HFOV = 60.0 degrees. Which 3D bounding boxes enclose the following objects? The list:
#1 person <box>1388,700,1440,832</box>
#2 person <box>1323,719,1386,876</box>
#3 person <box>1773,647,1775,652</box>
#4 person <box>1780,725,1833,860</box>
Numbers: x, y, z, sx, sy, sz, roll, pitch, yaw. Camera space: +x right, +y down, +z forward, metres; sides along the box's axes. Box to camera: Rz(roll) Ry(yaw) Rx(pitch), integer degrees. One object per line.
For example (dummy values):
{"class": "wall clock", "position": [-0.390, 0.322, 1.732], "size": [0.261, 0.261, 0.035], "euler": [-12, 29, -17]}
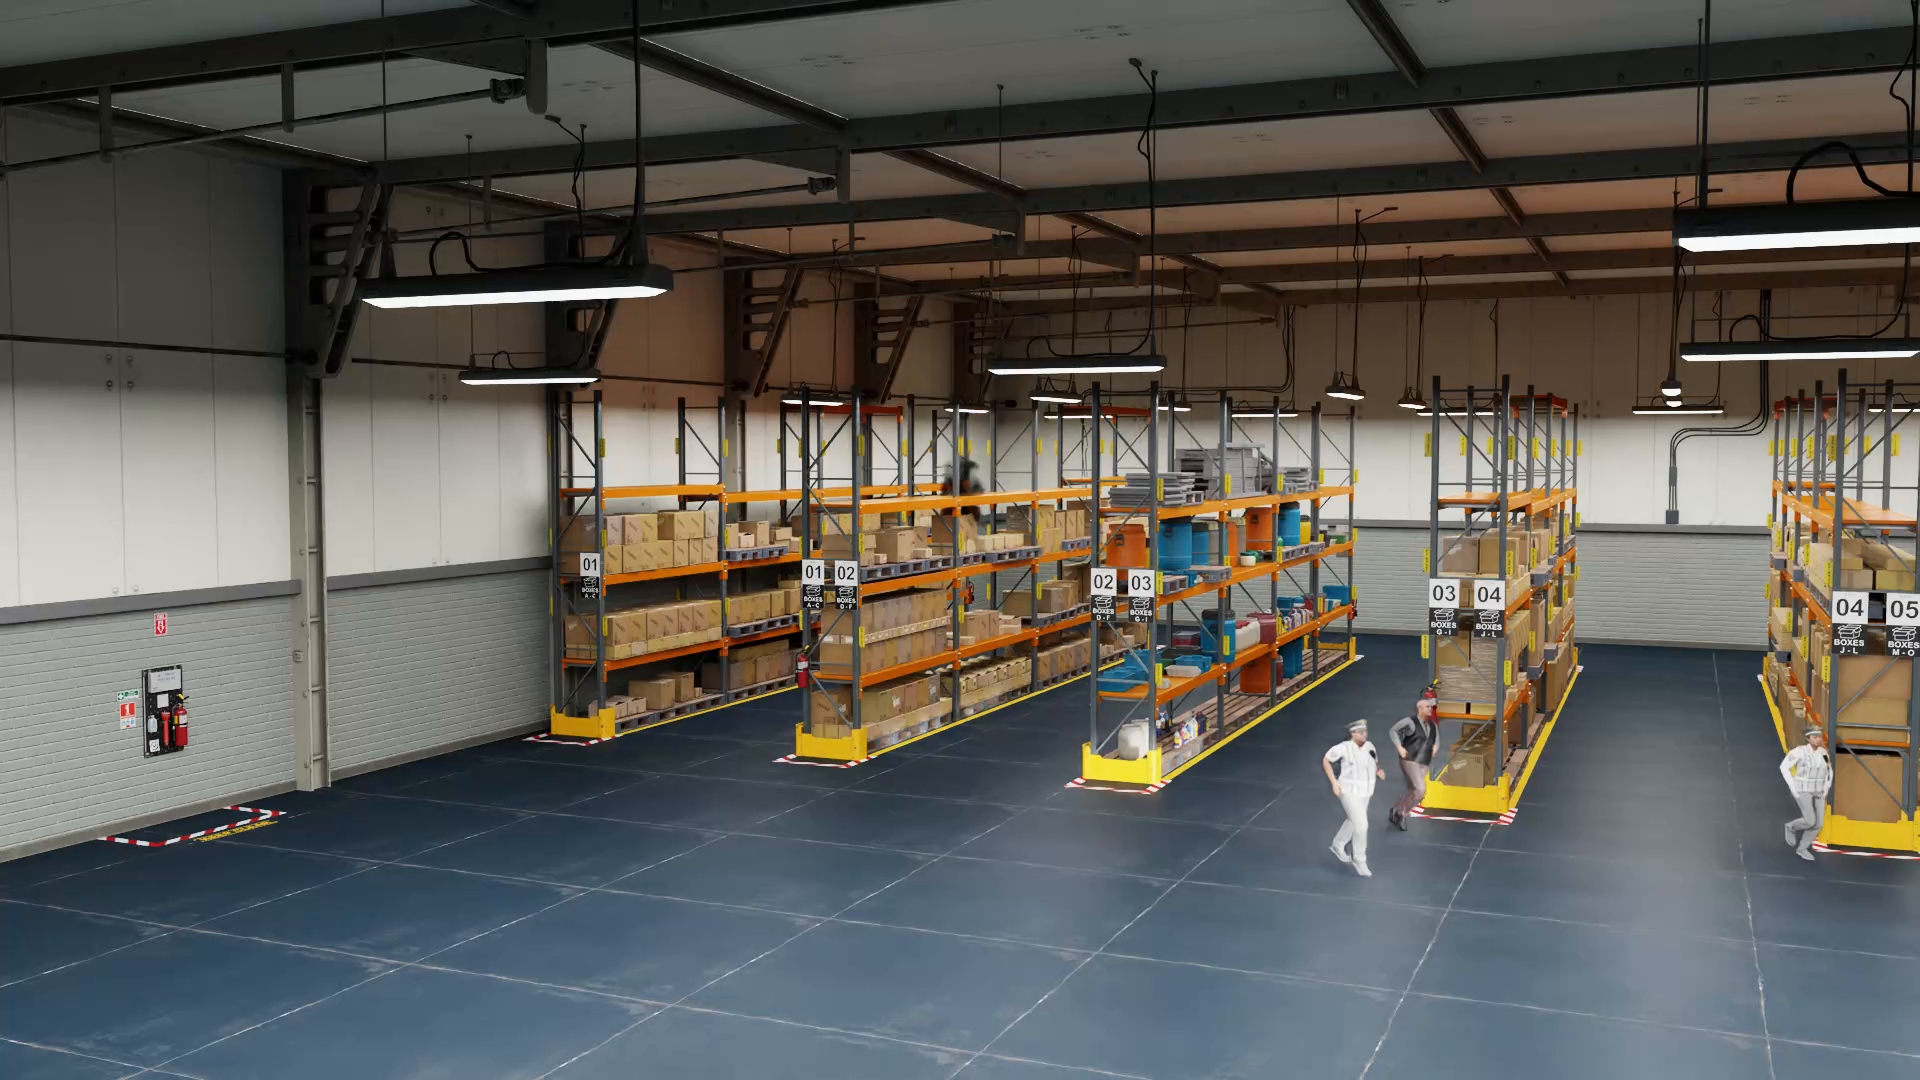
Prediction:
{"class": "person", "position": [5.995, 2.947, 21.875], "size": [0.690, 1.700, 0.661], "euler": [-2, 4, -31]}
{"class": "person", "position": [4.714, 3.033, 19.782], "size": [0.645, 1.842, 0.788], "euler": [-2, 4, -35]}
{"class": "person", "position": [18.371, 2.136, 36.900], "size": [0.540, 1.718, 0.924], "euler": [3, 4, 42]}
{"class": "person", "position": [10.357, 3.066, 20.323], "size": [0.635, 1.660, 0.518], "euler": [0, 3, -8]}
